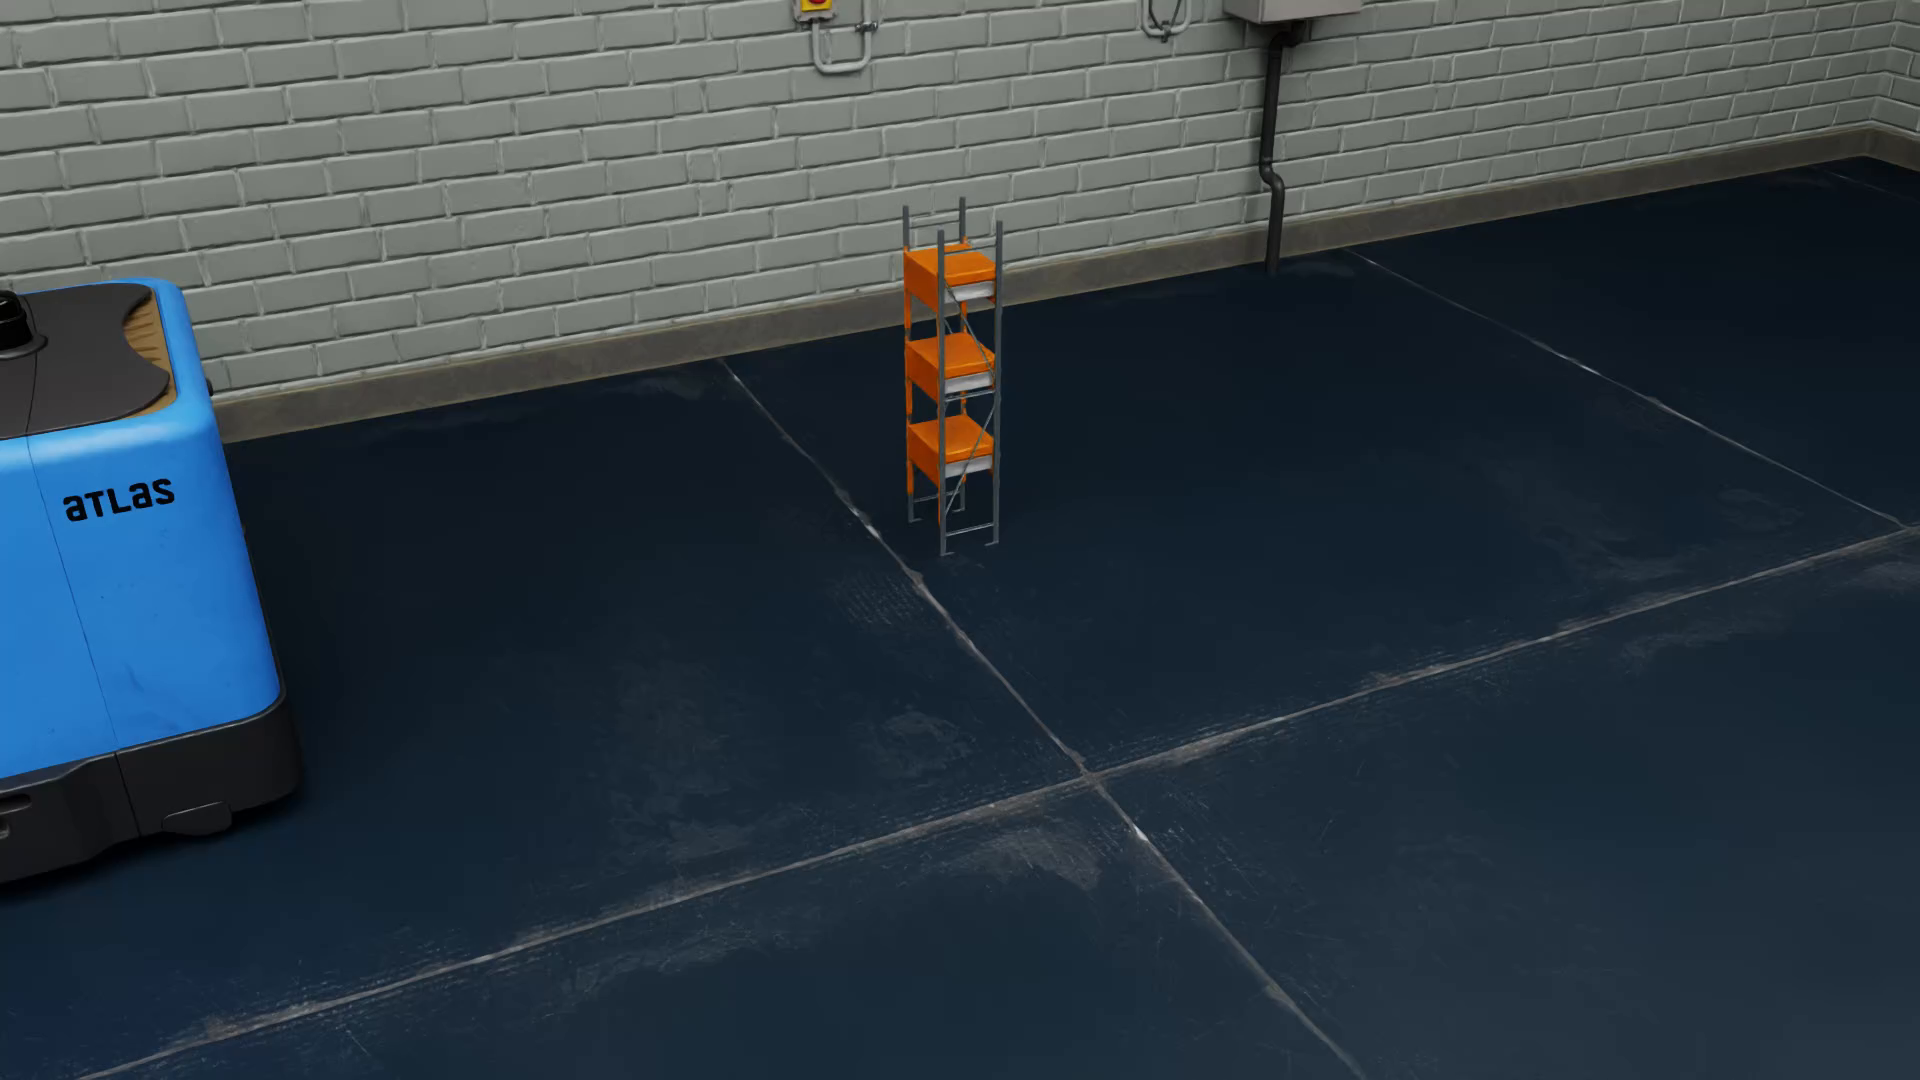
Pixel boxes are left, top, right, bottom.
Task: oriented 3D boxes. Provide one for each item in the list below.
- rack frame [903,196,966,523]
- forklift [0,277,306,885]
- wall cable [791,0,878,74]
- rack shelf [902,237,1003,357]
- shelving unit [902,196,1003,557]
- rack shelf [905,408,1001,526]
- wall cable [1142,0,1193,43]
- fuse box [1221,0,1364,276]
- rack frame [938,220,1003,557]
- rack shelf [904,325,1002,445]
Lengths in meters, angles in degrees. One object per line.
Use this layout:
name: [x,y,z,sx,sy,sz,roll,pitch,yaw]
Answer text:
rack frame: [-0.075,-0.535,5.131,0.200,1.050,0.008,-13,32,-22]
forklift: [-3.156,-0.504,3.152,3.031,2.935,1.130,-14,32,-23]
wall cable: [-0.551,-2.558,5.673,0.585,1.953,0.123,-13,32,-22]
rack shelf: [-0.023,-0.720,4.902,0.215,0.259,0.240,-13,32,-22]
shelving unit: [-0.023,-0.482,5.035,0.215,1.050,0.252,-13,32,-22]
rack shelf: [-0.023,-0.230,5.176,0.215,0.259,0.240,-13,32,-22]
wall cable: [0.725,-2.847,6.221,0.588,1.984,0.122,-13,32,-22]
fuse box: [1.409,-1.915,6.916,0.539,1.711,0.414,-13,32,-22]
rack frame: [0.029,-0.428,4.939,0.200,1.050,0.008,-13,32,-22]
rack shelf: [-0.023,-0.472,5.041,0.215,0.259,0.240,-13,32,-22]
